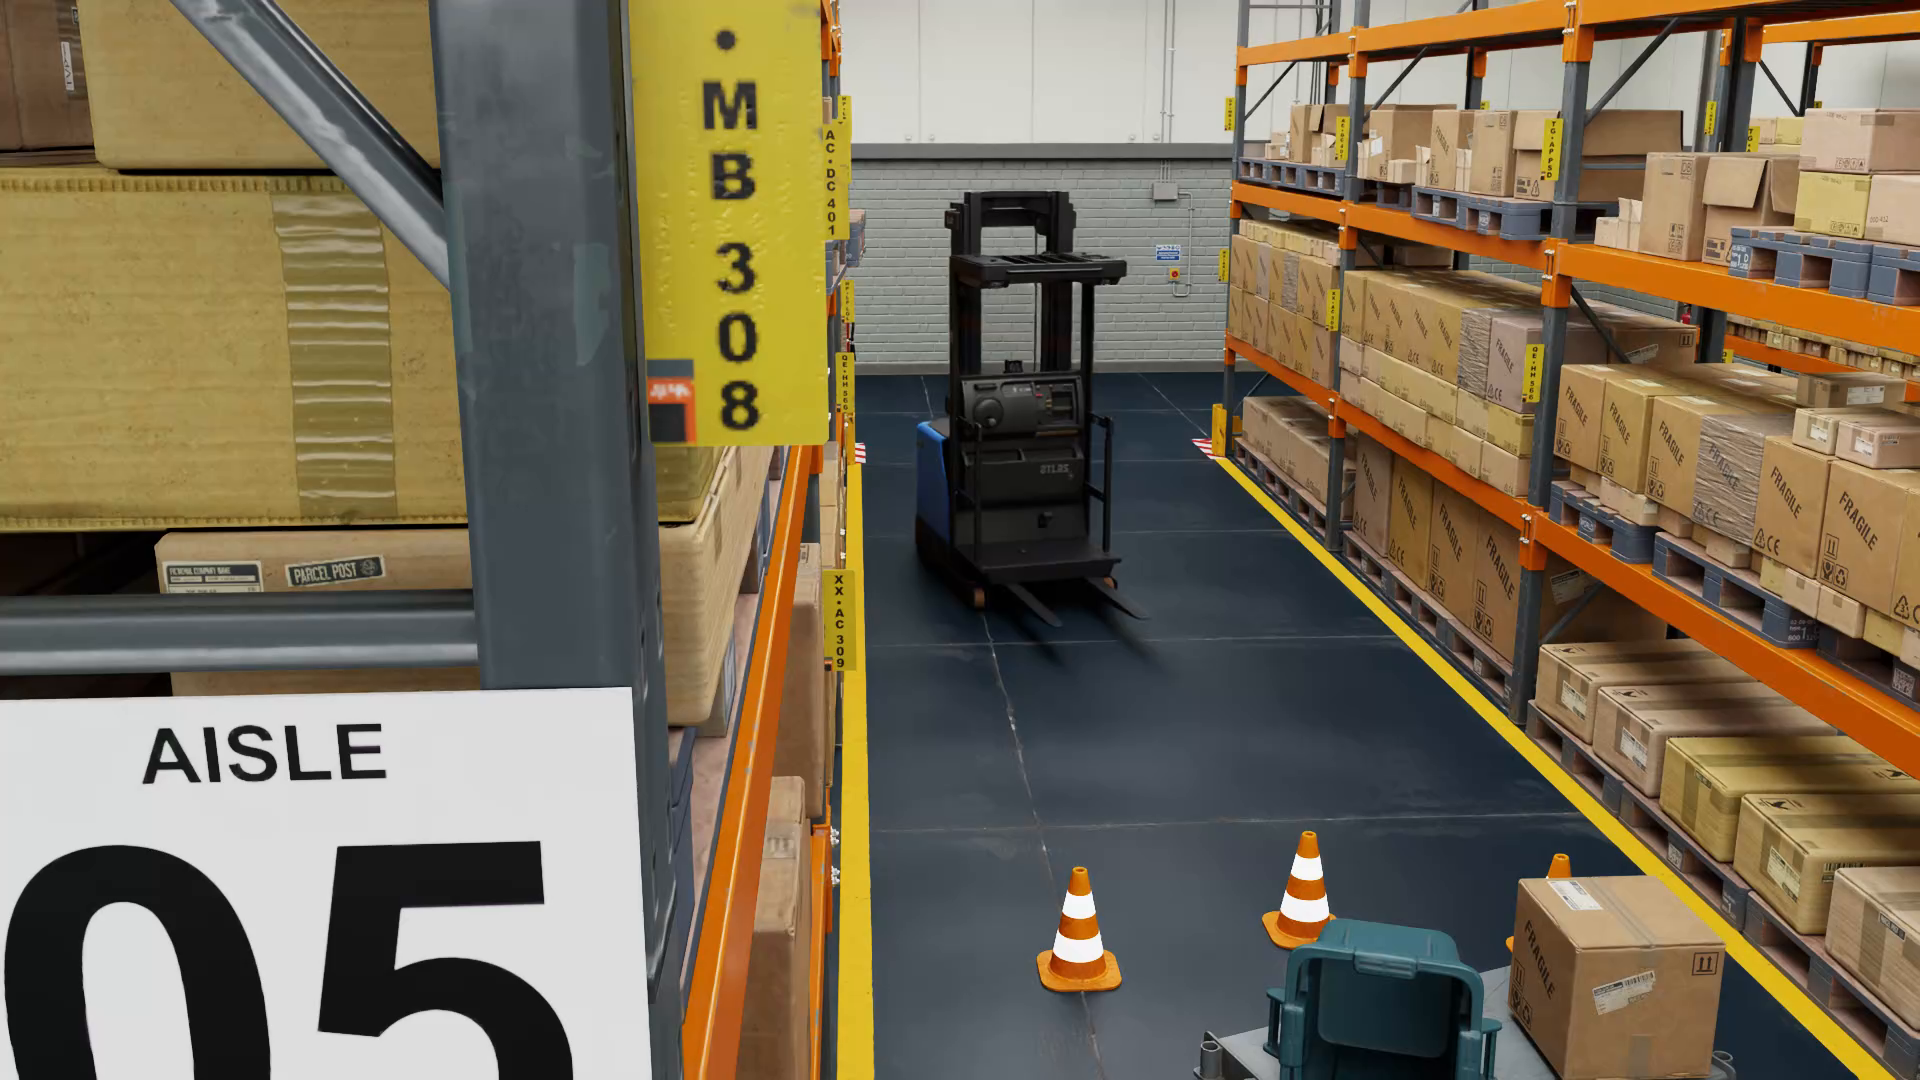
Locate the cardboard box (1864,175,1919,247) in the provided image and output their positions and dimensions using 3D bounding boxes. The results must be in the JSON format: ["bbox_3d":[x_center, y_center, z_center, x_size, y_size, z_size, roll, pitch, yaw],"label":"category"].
[{"bbox_3d":[3.801,-1.238,6.258,0.500,0.250,0.500,-1,14,-3],"label":"cardboard box"}]

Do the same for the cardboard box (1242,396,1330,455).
[{"bbox_3d":[3.406,-1.170,16.854,0.875,0.438,0.875,-1,14,-5],"label":"cardboard box"}]

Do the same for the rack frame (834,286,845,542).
[{"bbox_3d":[-1.421,-1.274,12.958,1.000,3.000,0.127,-1,14,-3],"label":"rack frame"}]

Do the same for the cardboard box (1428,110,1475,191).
[{"bbox_3d":[3.362,-2.519,10.734,0.500,0.500,0.500,-1,14,-3],"label":"cardboard box"}]

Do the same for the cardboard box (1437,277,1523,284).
[{"bbox_3d":[3.831,-1.672,12.299,0.500,0.500,0.500,-1,14,-2],"label":"cardboard box"}]

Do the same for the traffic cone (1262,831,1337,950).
[{"bbox_3d":[1.518,1.499,7.271,0.336,0.463,0.334,-1,14,-3],"label":"traffic cone"}]

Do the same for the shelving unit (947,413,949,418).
[{"bbox_3d":[-0.003,-0.522,13.947,0.215,1.050,0.252,-1,14,-3],"label":"shelving unit"}]

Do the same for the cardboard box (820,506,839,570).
[{"bbox_3d":[-0.781,0.156,7.199,0.500,0.500,0.500,-1,14,-3],"label":"cardboard box"}]

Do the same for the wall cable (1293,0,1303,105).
[{"bbox_3d":[3.382,-6.697,21.995,2.355,3.000,0.029,-1,14,-3],"label":"wall cable"}]

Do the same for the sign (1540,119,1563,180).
[{"bbox_3d":[3.206,-2.116,9.013,0.100,0.325,0.005,-1,14,-3],"label":"sign"}]

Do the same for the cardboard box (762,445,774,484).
[{"bbox_3d":[-0.427,-0.151,2.035,0.380,0.149,0.250,-1,14,-3],"label":"cardboard box"}]

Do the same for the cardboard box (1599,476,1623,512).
[{"bbox_3d":[3.550,-0.239,8.597,0.380,0.149,0.250,-2,15,-7],"label":"cardboard box"}]

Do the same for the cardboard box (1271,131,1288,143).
[{"bbox_3d":[3.383,-3.892,16.369,0.500,0.250,0.500,-2,15,-9],"label":"cardboard box"}]

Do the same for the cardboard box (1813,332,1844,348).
[{"bbox_3d":[8.128,-1.896,15.079,0.500,0.250,0.500,-1,14,-4],"label":"cardboard box"}]

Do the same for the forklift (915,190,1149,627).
[{"bbox_3d":[0.528,-1.020,12.109,1.130,2.935,3.031,-4,15,-15],"label":"forklift"}]

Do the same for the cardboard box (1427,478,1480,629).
[{"bbox_3d":[3.750,0.050,11.233,0.875,0.875,0.875,-1,14,-3],"label":"cardboard box"}]

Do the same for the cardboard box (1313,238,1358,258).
[{"bbox_3d":[3.229,-2.486,14.160,0.380,0.149,0.250,-1,14,-4],"label":"cardboard box"}]

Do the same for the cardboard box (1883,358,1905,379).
[{"bbox_3d":[8.157,-1.471,14.229,0.380,0.149,0.250,0,14,-2],"label":"cardboard box"}]

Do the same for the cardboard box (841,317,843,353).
[{"bbox_3d":[-1.201,-1.593,13.402,0.500,0.500,0.500,-1,14,-4],"label":"cardboard box"}]

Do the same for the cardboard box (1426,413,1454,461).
[{"bbox_3d":[3.408,-0.682,10.959,0.500,0.250,0.500,-1,14,-4],"label":"cardboard box"}]

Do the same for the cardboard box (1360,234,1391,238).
[{"bbox_3d":[3.623,-2.622,14.687,0.380,0.149,0.250,-1,14,-4],"label":"cardboard box"}]

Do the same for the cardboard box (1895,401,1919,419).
[{"bbox_3d":[4.162,-0.487,6.957,0.380,0.149,0.250,0,14,0],"label":"cardboard box"}]

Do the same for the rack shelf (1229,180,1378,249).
[{"bbox_3d":[3.389,-2.977,15.001,1.077,0.370,4.000,-1,14,-3],"label":"rack shelf"}]

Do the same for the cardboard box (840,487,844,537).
[{"bbox_3d":[-1.058,-0.189,11.411,0.500,0.250,0.500,-2,15,-6],"label":"cardboard box"}]

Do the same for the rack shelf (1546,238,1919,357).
[{"bbox_3d":[3.885,-0.988,7.269,1.077,0.370,4.000,-1,14,-3],"label":"rack shelf"}]

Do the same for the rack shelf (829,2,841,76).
[{"bbox_3d":[-1.298,-3.140,10.416,1.077,0.370,4.000,-1,14,-3],"label":"rack shelf"}]

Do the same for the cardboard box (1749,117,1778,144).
[{"bbox_3d":[8.008,-3.973,16.129,0.500,0.250,0.500,-1,14,-4],"label":"cardboard box"}]

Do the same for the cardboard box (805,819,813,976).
[{"bbox_3d":[-0.834,0.871,4.320,0.875,0.550,0.550,-1,14,-3],"label":"cardboard box"}]

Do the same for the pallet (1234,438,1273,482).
[{"bbox_3d":[3.393,-0.822,16.798,1.003,0.211,1.213,-1,14,-3],"label":"pallet"}]

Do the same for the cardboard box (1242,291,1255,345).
[{"bbox_3d":[3.067,-2.169,16.238,0.500,0.500,0.500,-1,14,-4],"label":"cardboard box"}]

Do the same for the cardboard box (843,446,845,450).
[{"bbox_3d":[-1.273,-0.851,15.595,0.380,0.149,0.250,-1,14,-3],"label":"cardboard box"}]

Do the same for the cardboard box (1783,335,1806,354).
[{"bbox_3d":[8.032,-1.854,15.716,0.380,0.149,0.250,-1,14,-2],"label":"cardboard box"}]

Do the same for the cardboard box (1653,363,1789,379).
[{"bbox_3d":[4.066,-0.668,8.961,0.500,0.500,0.500,-1,14,-5],"label":"cardboard box"}]

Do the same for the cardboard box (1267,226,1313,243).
[{"bbox_3d":[3.103,-2.864,15.630,0.380,0.149,0.250,-1,14,-3],"label":"cardboard box"}]

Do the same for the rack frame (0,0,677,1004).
[{"bbox_3d":[-0.678,-1.195,0.611,1.000,3.000,0.127,-1,14,-3],"label":"rack frame"}]

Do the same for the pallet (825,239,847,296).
[{"bbox_3d":[-1.009,-1.203,7.041,1.003,0.211,1.213,0,14,-1],"label":"pallet"}]

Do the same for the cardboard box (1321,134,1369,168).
[{"bbox_3d":[3.154,-3.169,13.529,0.396,0.266,0.258,0,14,-2],"label":"cardboard box"}]

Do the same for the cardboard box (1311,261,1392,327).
[{"bbox_3d":[3.208,-2.021,13.655,0.500,0.500,0.500,-1,14,-4],"label":"cardboard box"}]

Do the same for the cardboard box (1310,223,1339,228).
[{"bbox_3d":[3.627,-3.005,16.178,0.380,0.149,0.250,-1,14,-4],"label":"cardboard box"}]

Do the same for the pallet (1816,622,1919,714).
[{"bbox_3d":[4.106,0.515,6.391,1.003,0.211,1.213,-1,14,-3],"label":"pallet"}]

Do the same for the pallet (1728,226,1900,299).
[{"bbox_3d":[4.009,-1.161,6.875,1.213,0.211,1.003,-1,14,-3],"label":"pallet"}]

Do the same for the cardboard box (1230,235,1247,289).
[{"bbox_3d":[3.010,-2.779,16.601,0.500,0.500,0.500,-1,14,-5],"label":"cardboard box"}]

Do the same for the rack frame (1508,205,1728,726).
[{"bbox_3d":[3.761,-0.381,9.486,1.000,3.000,0.127,-1,14,-3],"label":"rack frame"}]

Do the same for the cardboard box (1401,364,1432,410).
[{"bbox_3d":[3.357,-1.050,11.386,0.500,0.250,0.500,-1,14,-5],"label":"cardboard box"}]

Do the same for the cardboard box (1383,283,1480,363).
[{"bbox_3d":[3.341,-1.543,11.798,0.500,0.500,0.500,-1,14,-5],"label":"cardboard box"}]

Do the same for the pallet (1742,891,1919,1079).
[{"bbox_3d":[3.959,1.771,6.720,1.003,0.211,1.213,-1,14,-3],"label":"pallet"}]

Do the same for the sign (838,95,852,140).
[{"bbox_3d":[-0.868,-3.177,12.507,0.100,0.325,0.005,-1,14,-3],"label":"sign"}]

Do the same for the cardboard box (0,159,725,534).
[{"bbox_3d":[-0.452,-0.189,1.384,0.500,0.250,0.500,-1,14,-4],"label":"cardboard box"}]

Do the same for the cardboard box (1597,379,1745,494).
[{"bbox_3d":[3.597,-0.532,8.432,0.500,0.500,0.500,0,14,-1],"label":"cardboard box"}]

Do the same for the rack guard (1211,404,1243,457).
[{"bbox_3d":[3.263,-1.166,17.554,1.175,0.500,0.348,-1,14,-3],"label":"rack guard"}]

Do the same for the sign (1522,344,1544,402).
[{"bbox_3d":[3.207,-0.932,9.305,0.100,0.325,0.005,-1,14,-3],"label":"sign"}]

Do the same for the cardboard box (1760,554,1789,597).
[{"bbox_3d":[3.652,0.155,7.066,0.380,0.149,0.250,-1,14,-3],"label":"cardboard box"}]

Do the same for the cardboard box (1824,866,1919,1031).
[{"bbox_3d":[3.973,1.553,6.402,0.950,0.372,0.625,-1,14,-3],"label":"cardboard box"}]
